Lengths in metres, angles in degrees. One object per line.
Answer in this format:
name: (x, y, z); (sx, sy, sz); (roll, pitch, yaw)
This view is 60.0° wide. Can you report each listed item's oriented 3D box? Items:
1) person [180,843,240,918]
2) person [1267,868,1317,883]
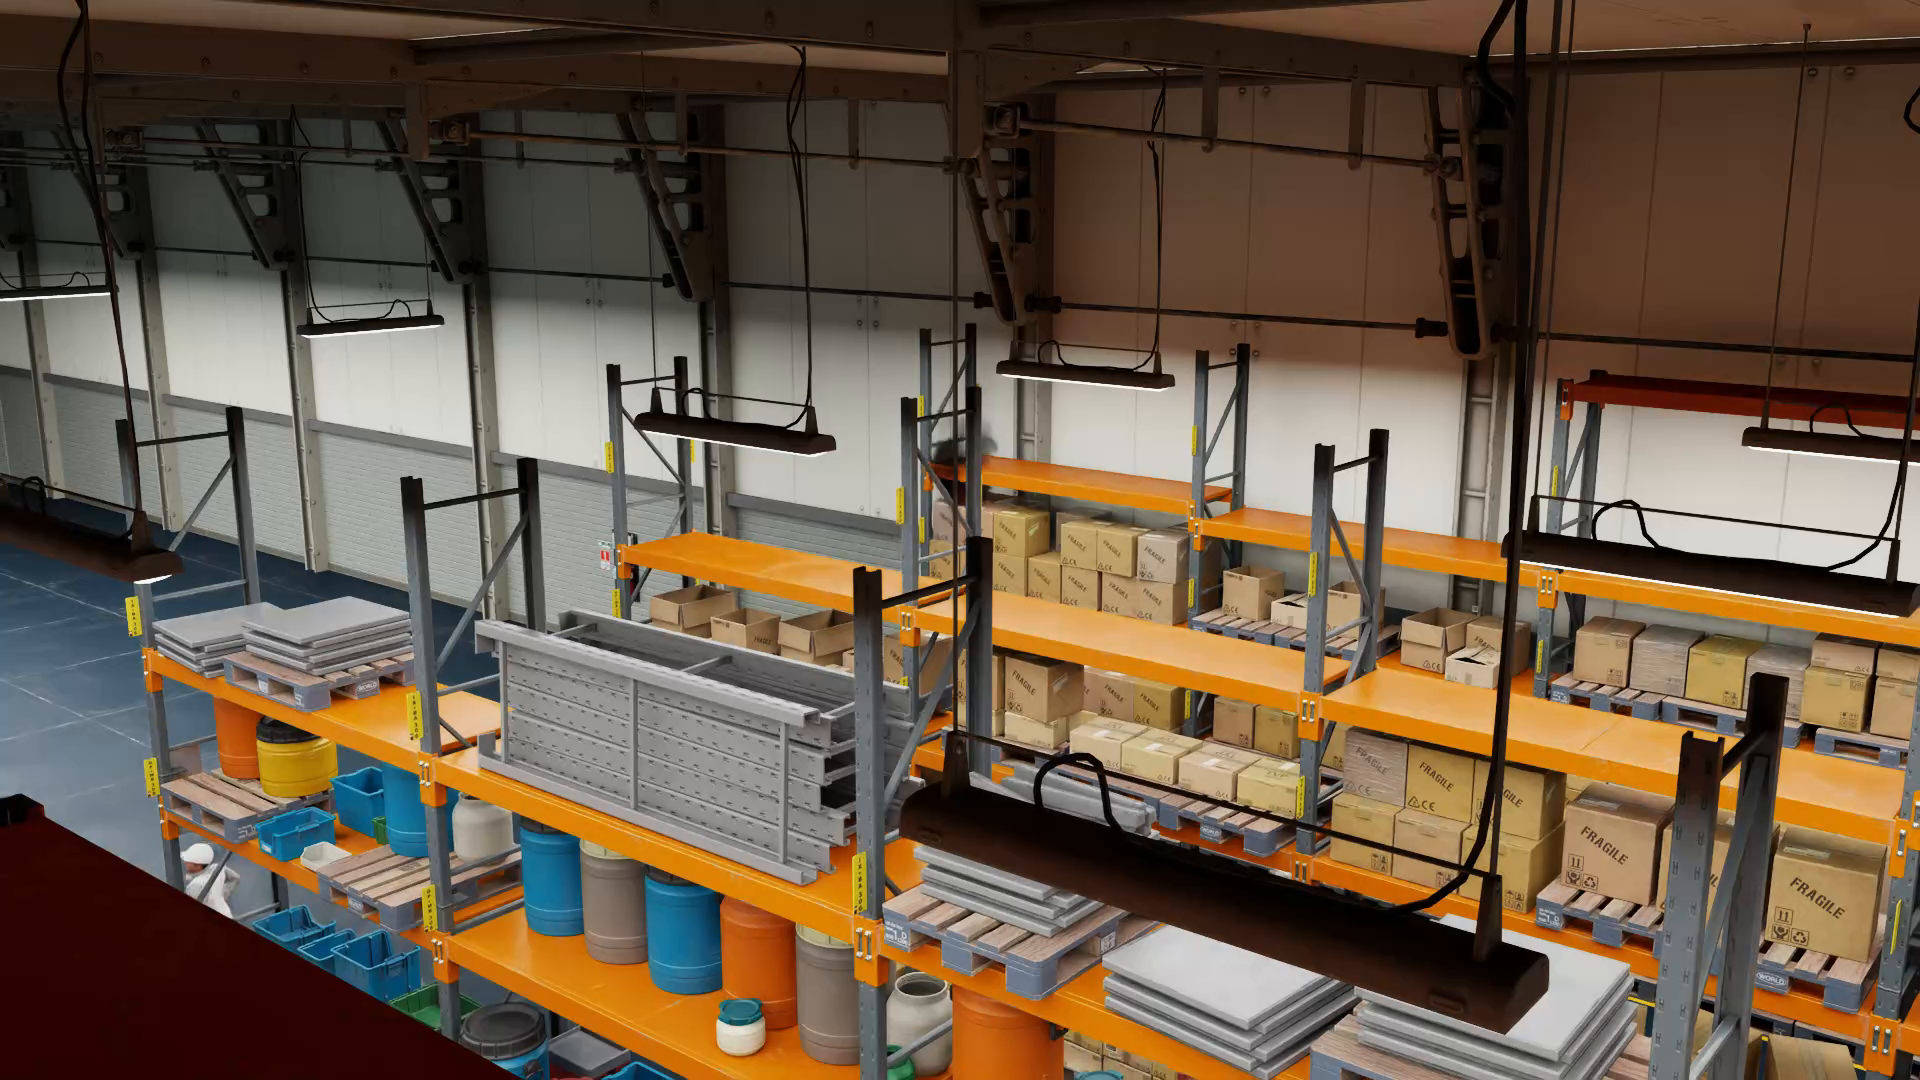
person: (-7.147, 3.685, 15.844); (0.981, 1.737, 0.689); (-1, 13, -4)
person: (3.088, 3.650, 16.019); (0.963, 1.768, 0.667); (8, 15, 32)
